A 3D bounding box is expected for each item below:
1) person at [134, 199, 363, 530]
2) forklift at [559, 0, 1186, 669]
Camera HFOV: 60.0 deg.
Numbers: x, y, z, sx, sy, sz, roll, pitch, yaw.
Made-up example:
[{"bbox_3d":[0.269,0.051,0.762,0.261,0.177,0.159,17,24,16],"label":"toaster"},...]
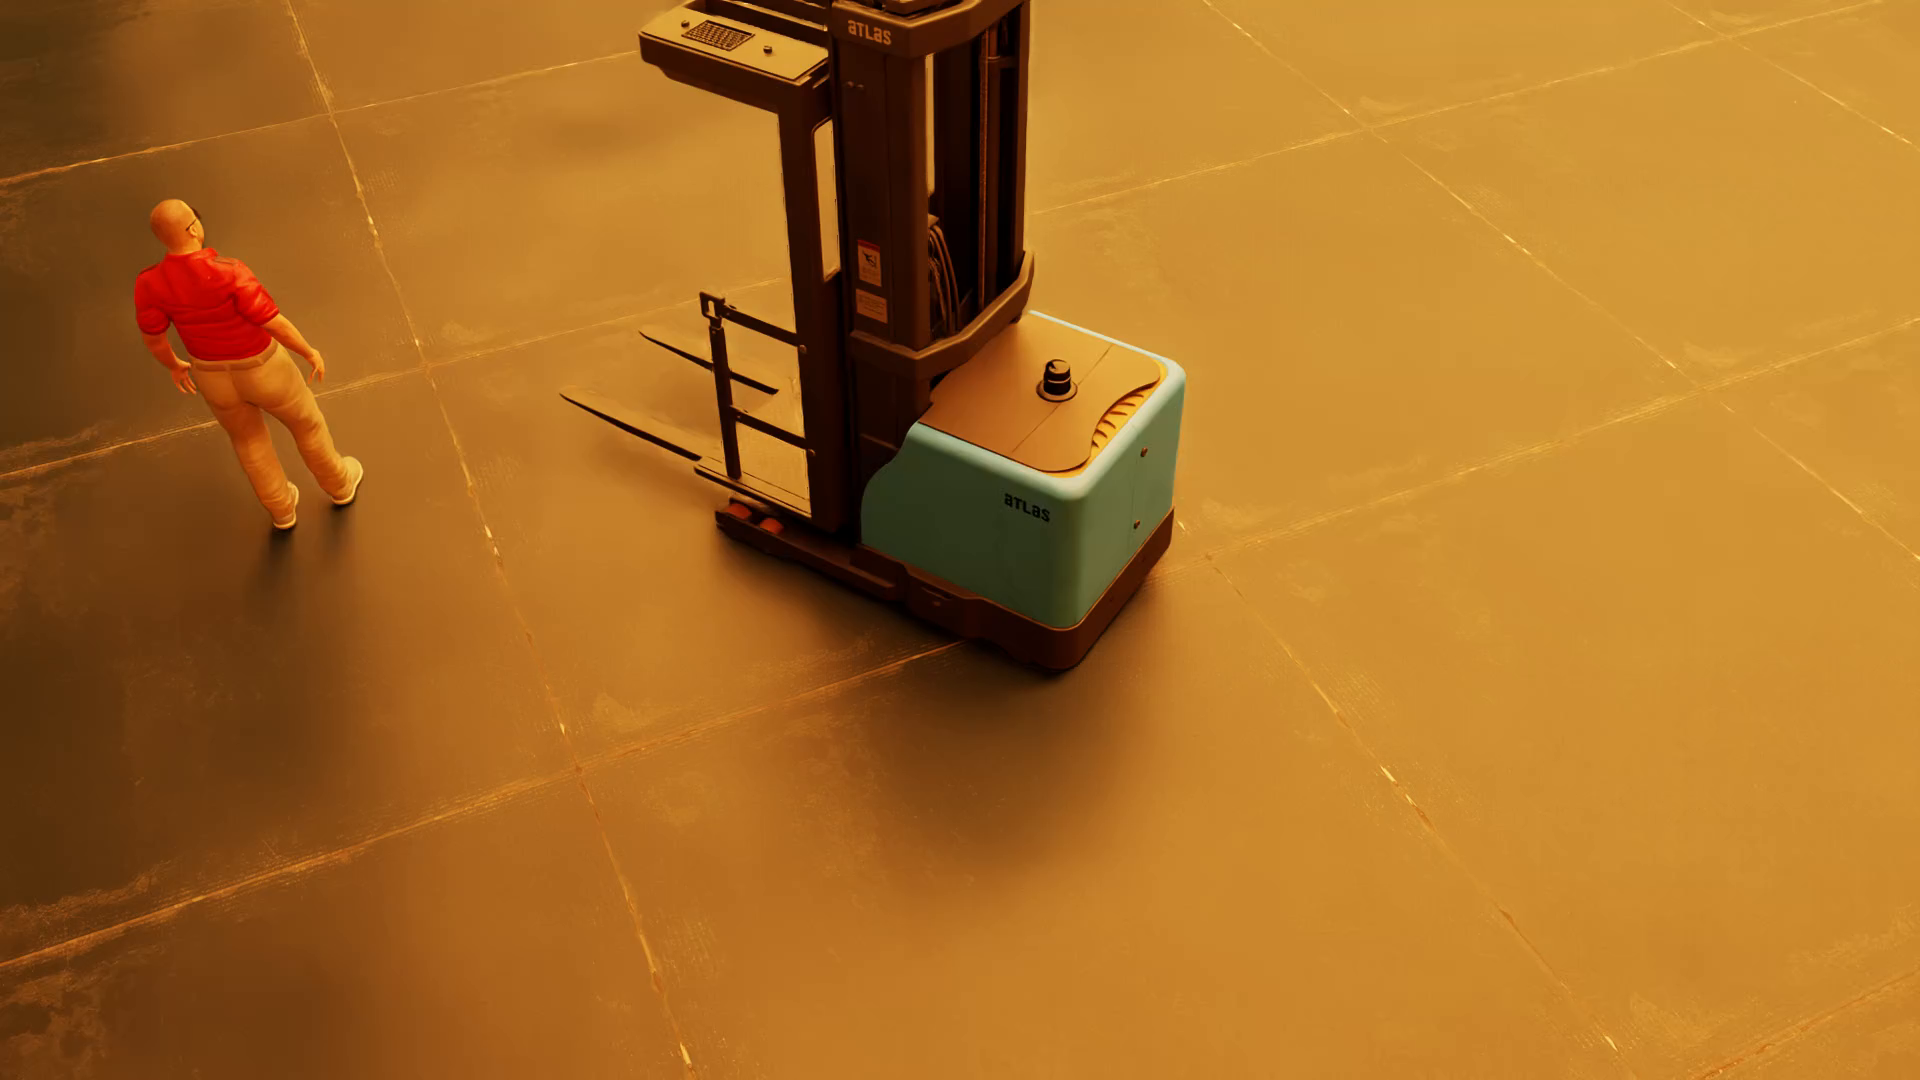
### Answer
[{"bbox_3d":[-3.182,-0.810,7.427,0.685,1.731,0.544,-4,43,-5],"label":"person"},{"bbox_3d":[-0.546,-1.290,7.062,3.031,2.935,1.130,23,48,23],"label":"forklift"}]
